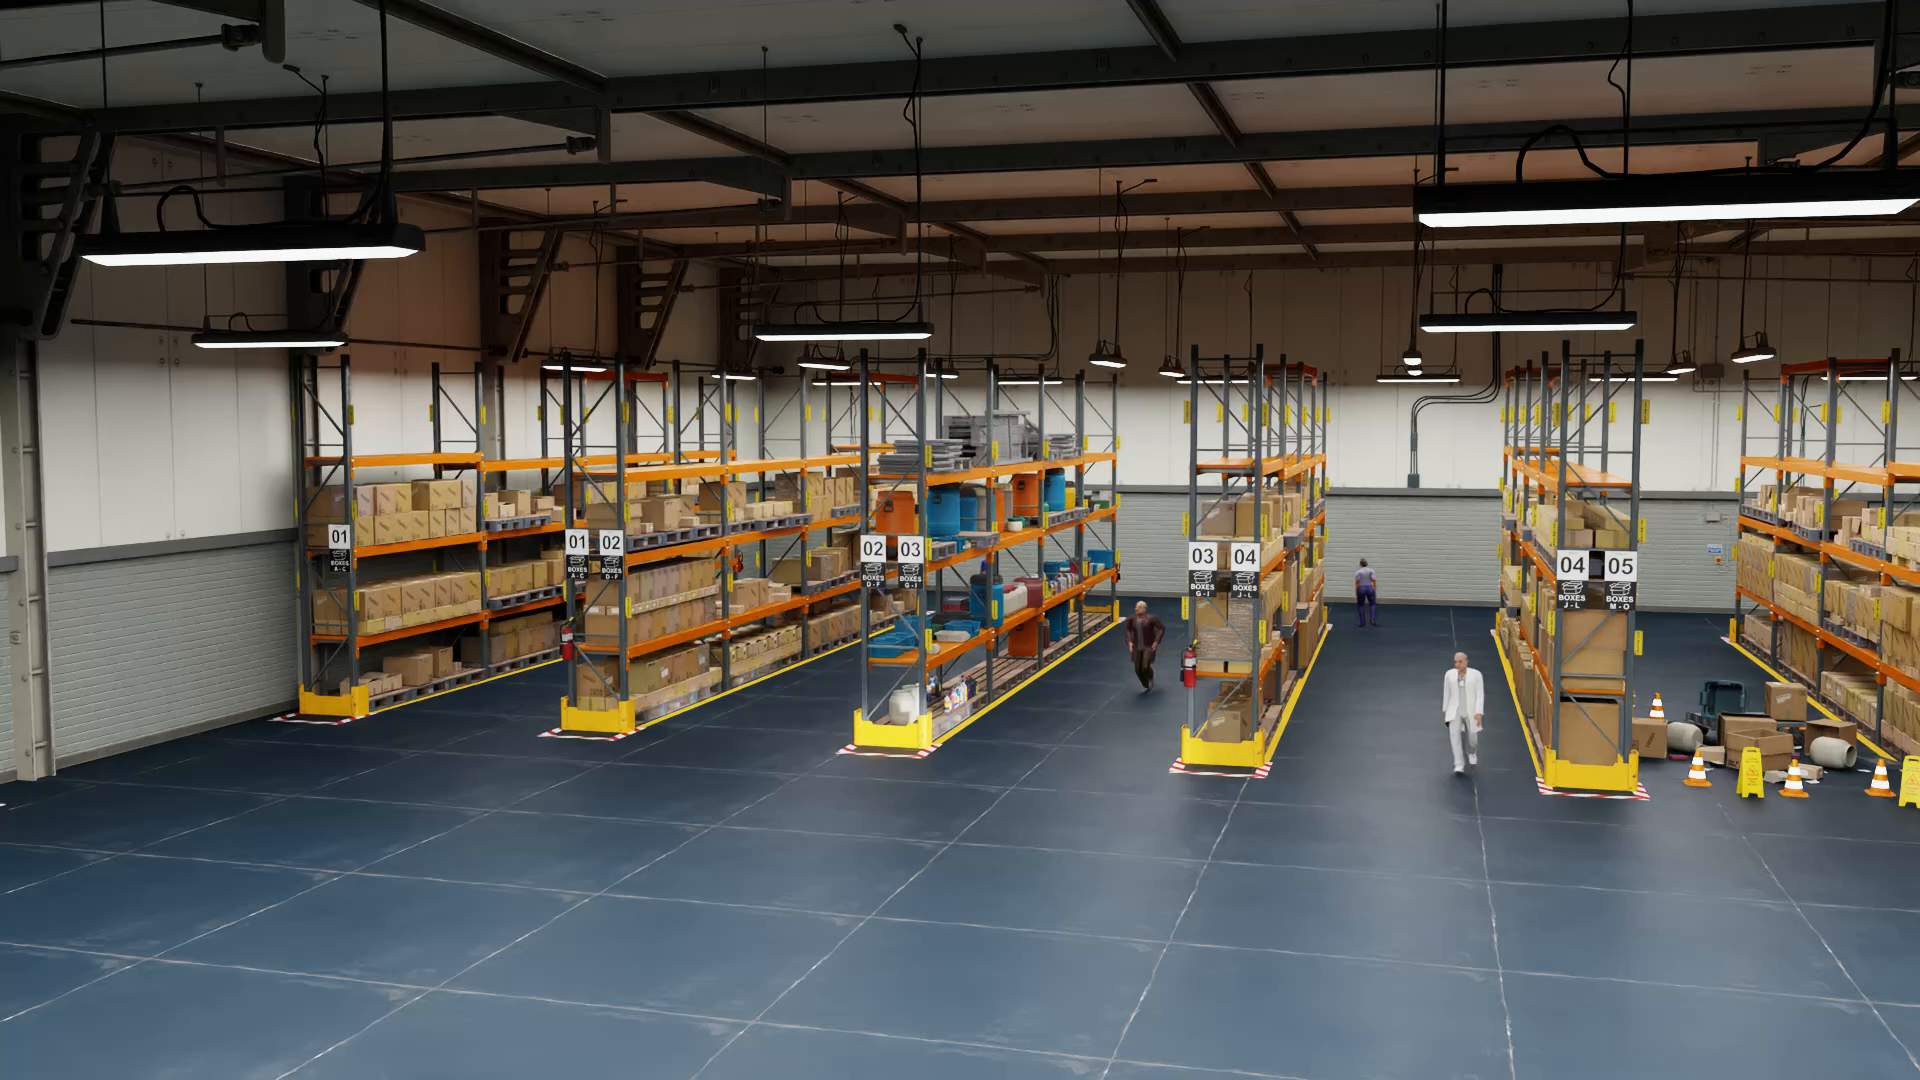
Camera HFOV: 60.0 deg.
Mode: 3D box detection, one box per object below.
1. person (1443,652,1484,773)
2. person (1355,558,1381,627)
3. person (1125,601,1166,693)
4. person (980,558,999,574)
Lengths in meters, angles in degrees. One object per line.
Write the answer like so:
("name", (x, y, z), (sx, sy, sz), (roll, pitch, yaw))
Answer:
("person", (7.107, 2.411, 23.498), (0.574, 1.661, 1.124), (2, 5, 21))
("person", (9.613, 1.256, 39.198), (0.598, 1.644, 0.484), (0, 4, 2))
("person", (3.326, 1.928, 29.875), (0.754, 1.689, 0.615), (2, 5, 23))
("person", (0.794, 1.011, 42.212), (0.979, 1.594, 0.403), (2, 5, 20))
